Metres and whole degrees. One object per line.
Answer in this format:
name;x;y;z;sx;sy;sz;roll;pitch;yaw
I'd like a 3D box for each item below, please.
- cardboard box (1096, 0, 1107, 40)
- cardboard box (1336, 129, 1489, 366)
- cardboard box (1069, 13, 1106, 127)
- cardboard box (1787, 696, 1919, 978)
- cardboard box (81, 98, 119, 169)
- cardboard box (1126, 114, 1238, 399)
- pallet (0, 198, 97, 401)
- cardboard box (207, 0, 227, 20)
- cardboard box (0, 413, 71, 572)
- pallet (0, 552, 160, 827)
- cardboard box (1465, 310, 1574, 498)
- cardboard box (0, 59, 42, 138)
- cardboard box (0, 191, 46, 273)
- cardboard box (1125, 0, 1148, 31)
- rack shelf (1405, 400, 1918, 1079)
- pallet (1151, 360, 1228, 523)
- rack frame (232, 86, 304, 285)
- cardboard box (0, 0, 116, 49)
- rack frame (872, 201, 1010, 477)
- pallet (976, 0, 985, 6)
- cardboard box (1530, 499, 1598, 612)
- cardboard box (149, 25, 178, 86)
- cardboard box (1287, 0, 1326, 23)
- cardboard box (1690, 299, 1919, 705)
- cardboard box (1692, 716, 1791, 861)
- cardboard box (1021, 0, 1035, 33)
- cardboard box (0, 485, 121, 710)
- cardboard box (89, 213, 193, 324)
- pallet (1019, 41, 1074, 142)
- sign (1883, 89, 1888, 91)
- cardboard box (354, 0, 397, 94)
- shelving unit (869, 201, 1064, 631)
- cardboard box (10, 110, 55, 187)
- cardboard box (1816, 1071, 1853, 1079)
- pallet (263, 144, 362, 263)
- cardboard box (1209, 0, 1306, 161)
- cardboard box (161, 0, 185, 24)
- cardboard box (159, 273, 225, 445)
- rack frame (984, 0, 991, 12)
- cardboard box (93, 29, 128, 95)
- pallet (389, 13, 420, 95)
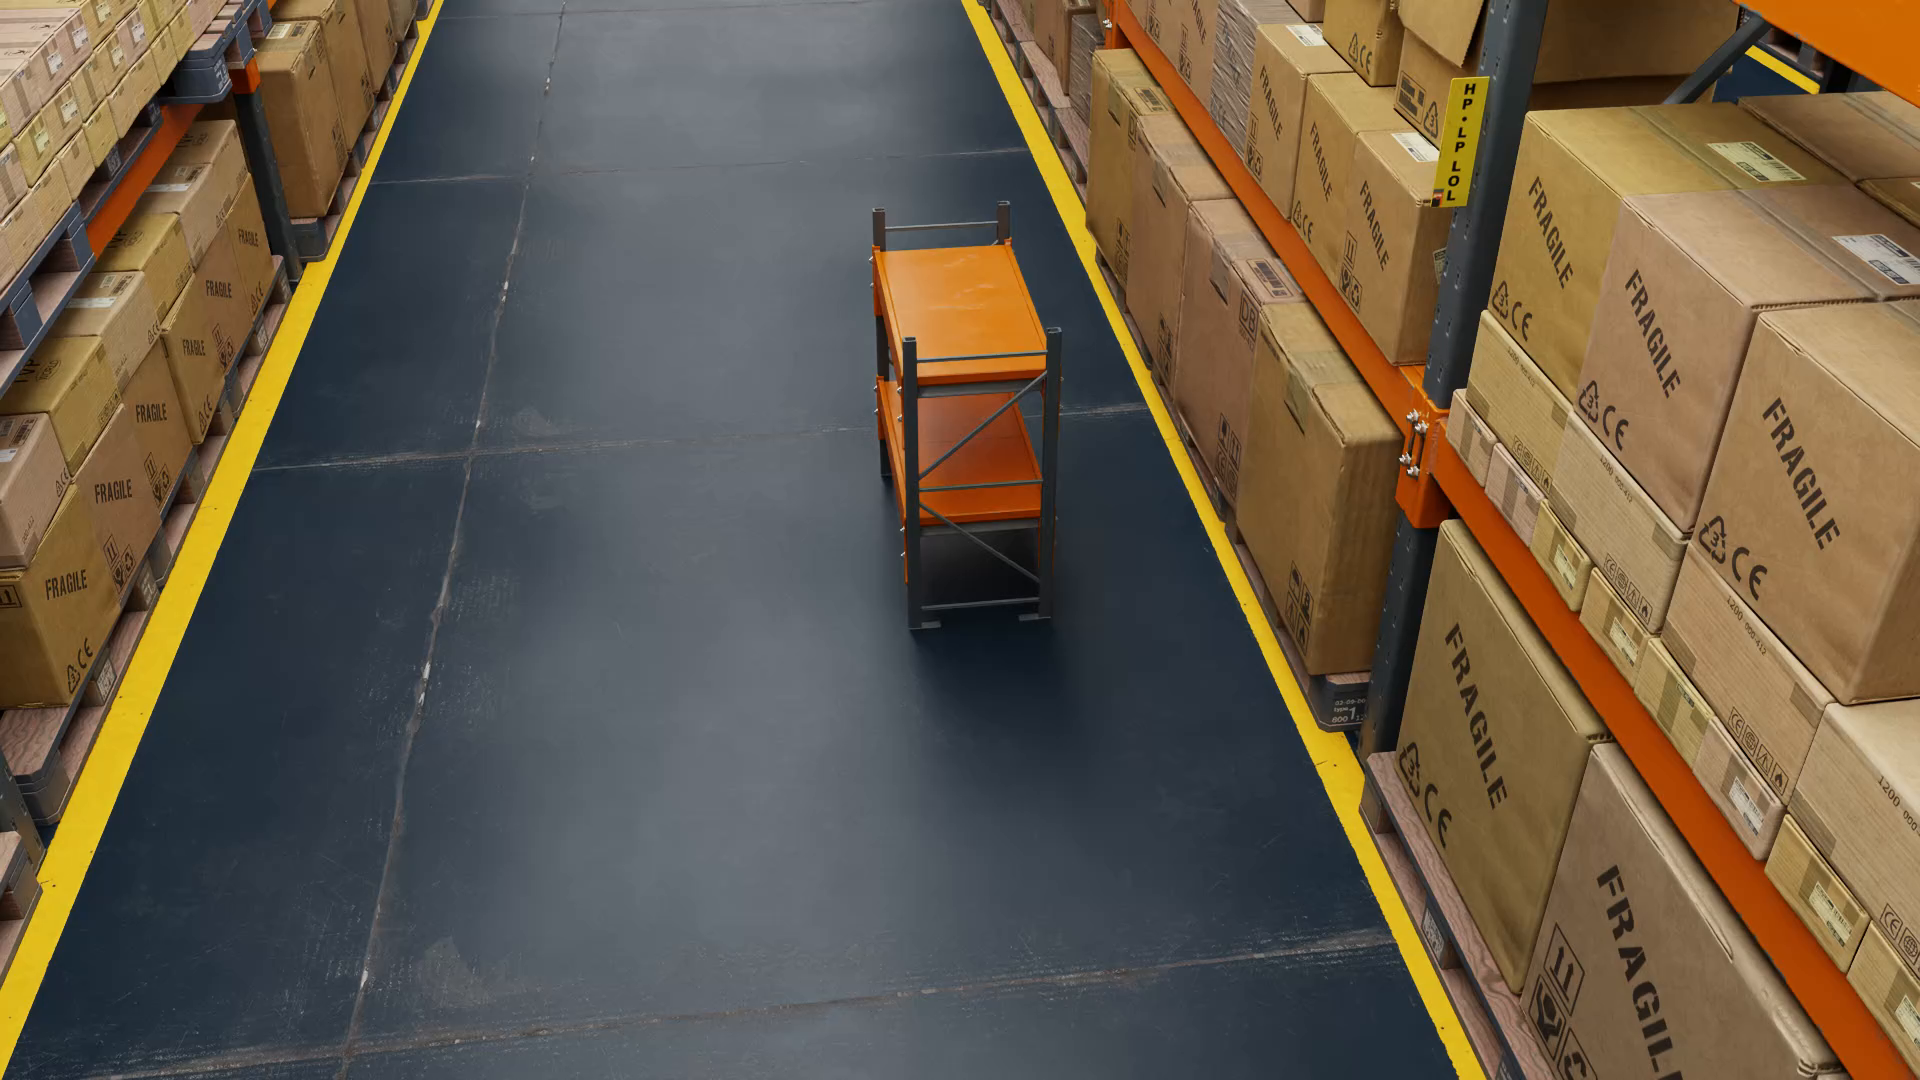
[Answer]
cardboard box;1.015;-2.922;9.038;0.500;0.250;0.500;-1;34;-1
cardboard box;1.420;-0.846;4.740;0.500;0.500;0.500;-4;35;-6
cardboard box;1.019;-2.627;9.270;0.700;0.500;0.500;-7;35;-10
cardboard box;1.753;0.499;2.724;0.500;0.250;0.500;-4;35;-6
cardboard box;-2.953;-1.298;5.342;0.380;0.149;0.250;-5;35;-7
cardboard box;1.400;-1.208;6.872;1.225;0.875;0.875;-4;35;-6
pallet;-3.133;-0.604;4.643;1.003;0.211;1.213;-4;35;-6
cardboard box;-3.159;-2.168;6.618;0.380;0.149;0.250;-4;35;-7
cardboard box;-3.012;-0.128;4.956;0.500;0.250;0.500;-6;35;-8
pallet;-3.281;0.472;5.369;1.003;0.211;1.213;-4;35;-6
cardboard box;1.557;-0.344;3.960;0.500;0.250;0.500;-5;35;-7
cardboard box;-2.879;-1.254;4.748;0.380;0.149;0.250;-5;35;-7
cardboard box;-2.845;-0.864;4.704;0.380;0.149;0.250;-4;34;-6
cardboard box;1.012;-2.546;7.234;0.500;0.500;0.500;-3;34;-5
rack shelf;2.023;0.849;2.980;1.077;0.370;4.000;-4;35;-6
pallet;1.408;-0.520;6.825;1.003;0.211;1.213;-4;35;-6
rack frame;-3.713;-2.478;7.222;1.000;3.000;0.127;-4;35;-6
cardboard box;-2.987;-1.687;5.384;0.380;0.149;0.250;-3;34;-5
rack frame;-0.067;-0.745;6.344;0.500;1.125;0.032;-4;35;-6
pallet;0.553;-4.249;12.297;1.003;0.211;1.213;-4;35;-6
cardboard box;1.535;0.023;3.776;0.380;0.149;0.250;-3;34;-5
cardboard box;-3.057;-1.735;5.983;0.380;0.149;0.250;-6;35;-8
cardboard box;1.480;-2.106;5.697;0.797;0.503;0.637;-3;34;-5
cardboard box;1.698;-0.084;2.912;0.500;0.500;0.500;-5;35;-8
cardboard box;1.639;0.453;3.145;0.380;0.149;0.250;-4;34;-6
cardboard box;0.785;-3.566;10.648;0.700;0.500;0.500;-5;35;-7
cardboard box;-3.011;0.181;5.167;0.500;0.500;0.500;-3;34;-5
cardboard box;-3.229;-1.001;6.235;0.500;0.250;0.500;-4;34;-5
pallet;0.951;-2.760;10.113;1.003;0.211;1.213;-4;35;-6
sign;2.304;-0.998;4.212;0.100;0.325;0.005;-4;35;-6
cardboard box;-3.952;-3.075;9.724;1.050;0.750;0.750;-4;35;-6
shelving unit;0.001;-0.461;5.928;0.538;1.125;1.048;-4;35;-6
cardboard box;-2.879;-1.126;4.825;0.380;0.149;0.250;-6;35;-8
cardboard box;2.004;1.513;2.880;0.875;0.875;0.875;-4;35;-6
pallet;-3.744;-1.771;8.661;1.003;0.211;1.213;-4;35;-6
cardboard box;1.221;-1.694;5.983;0.500;0.500;0.500;-4;35;-6
cardboard box;-3.086;-1.994;6.098;0.380;0.149;0.250;-4;35;-6
cardboard box;-3.212;-0.687;6.441;0.500;0.500;0.500;-6;35;-9
rack frame;0.678;-5.029;10.966;1.000;3.000;0.127;-4;35;-6
cardboard box;-2.984;-1.565;5.470;0.380;0.149;0.250;-5;35;-7
pallet;-4.072;-3.133;10.659;1.003;0.211;1.213;-4;35;-6
